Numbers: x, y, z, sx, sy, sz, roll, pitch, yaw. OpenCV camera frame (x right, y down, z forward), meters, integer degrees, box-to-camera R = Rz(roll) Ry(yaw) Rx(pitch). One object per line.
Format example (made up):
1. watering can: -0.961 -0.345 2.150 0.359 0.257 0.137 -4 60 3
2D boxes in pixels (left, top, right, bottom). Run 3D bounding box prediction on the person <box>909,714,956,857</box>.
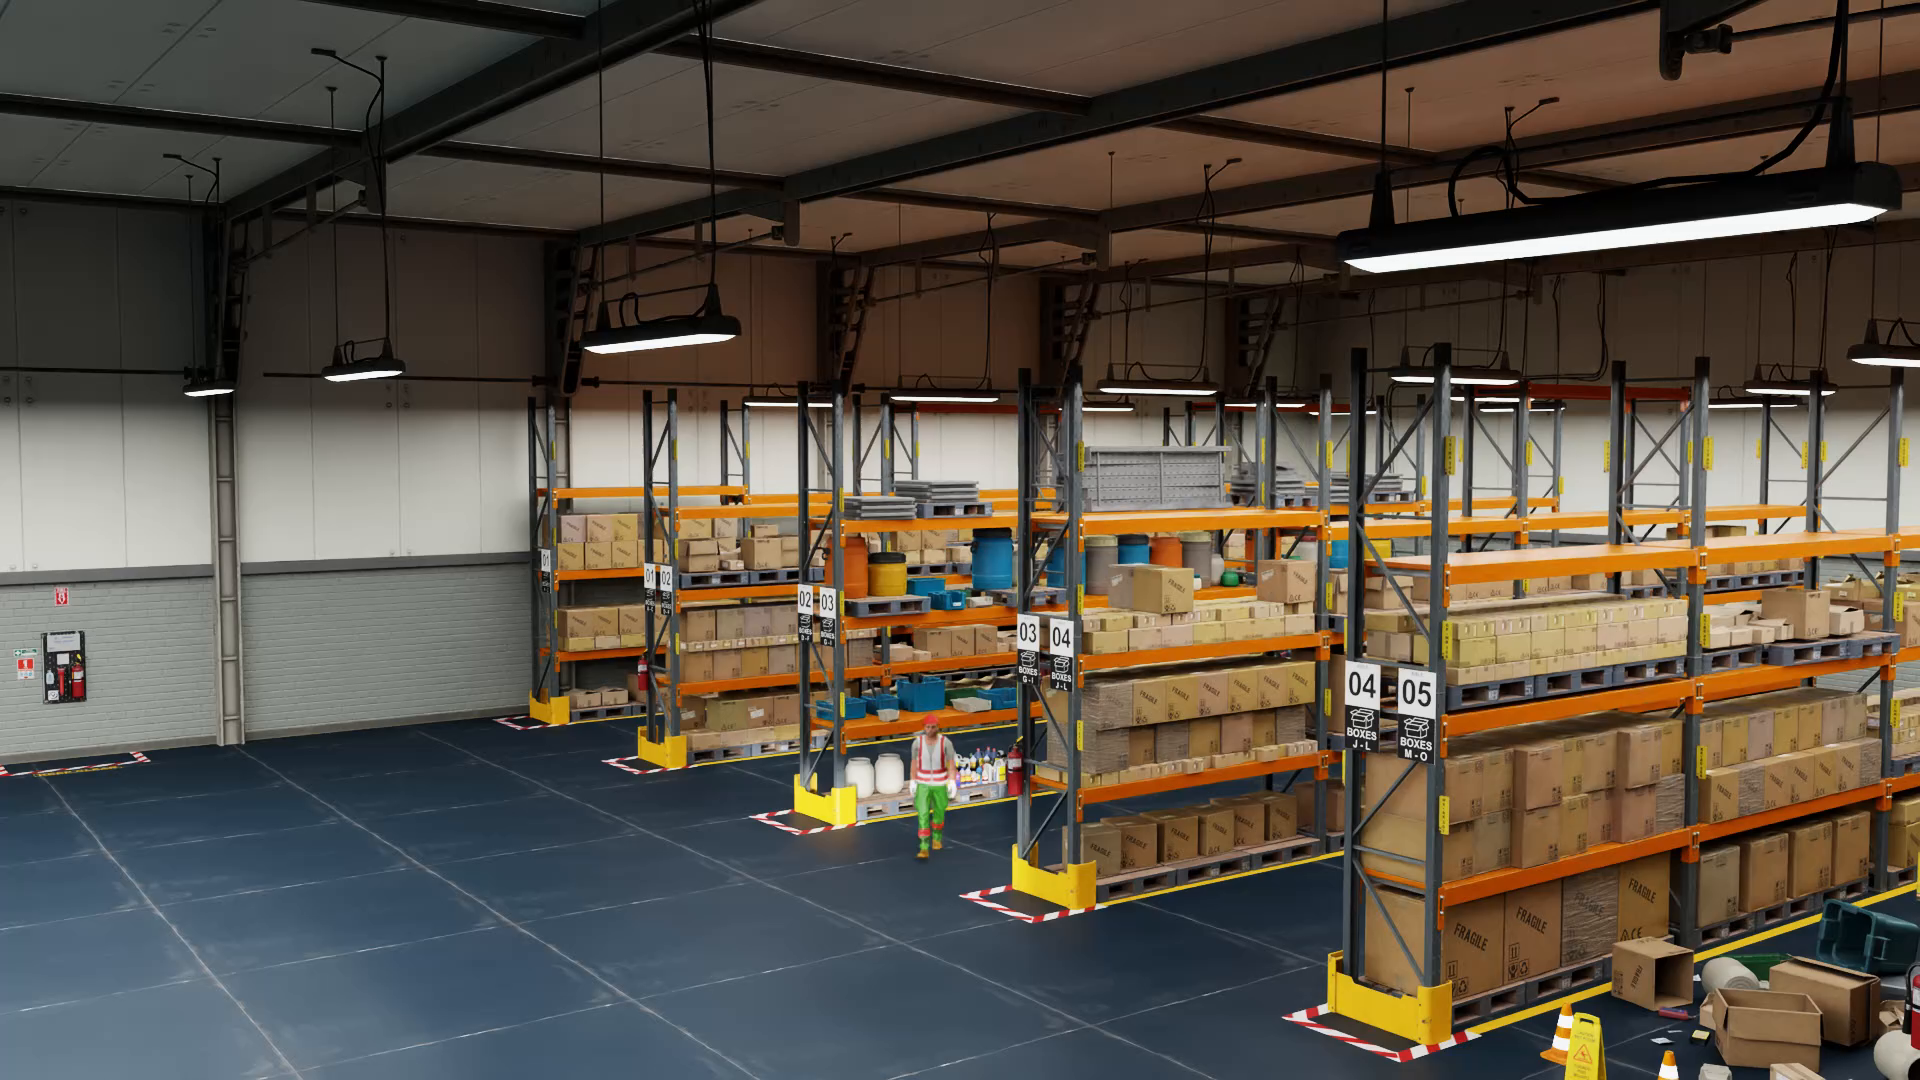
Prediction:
1. person: -0.343 3.057 20.827 0.590 1.778 0.825 0 3 -2
